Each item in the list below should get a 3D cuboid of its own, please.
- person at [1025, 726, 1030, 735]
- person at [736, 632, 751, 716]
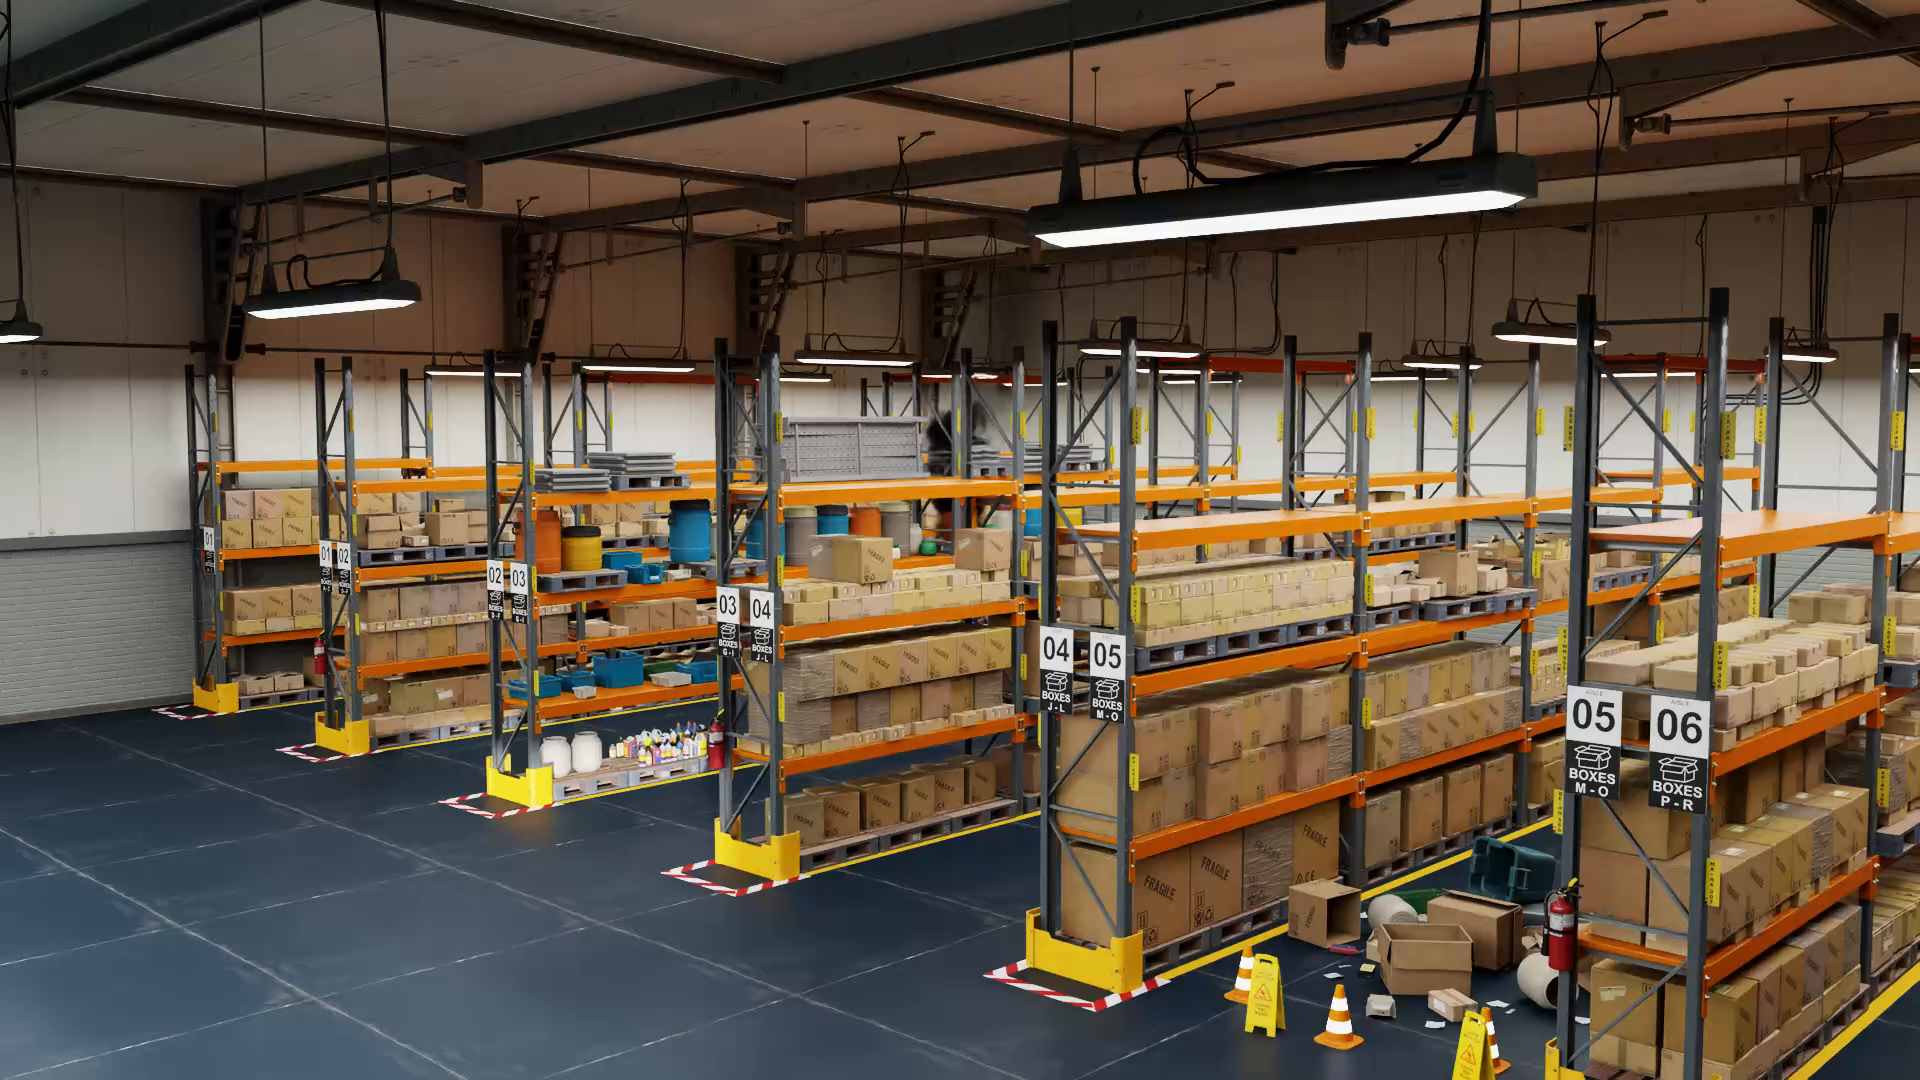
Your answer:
[{"bbox_3d":[1.224,2.247,26.371,0.681,1.836,0.910,3,5,31],"label":"person"},{"bbox_3d":[-3.650,2.137,28.186,0.728,1.791,0.840,3,5,37],"label":"person"}]
